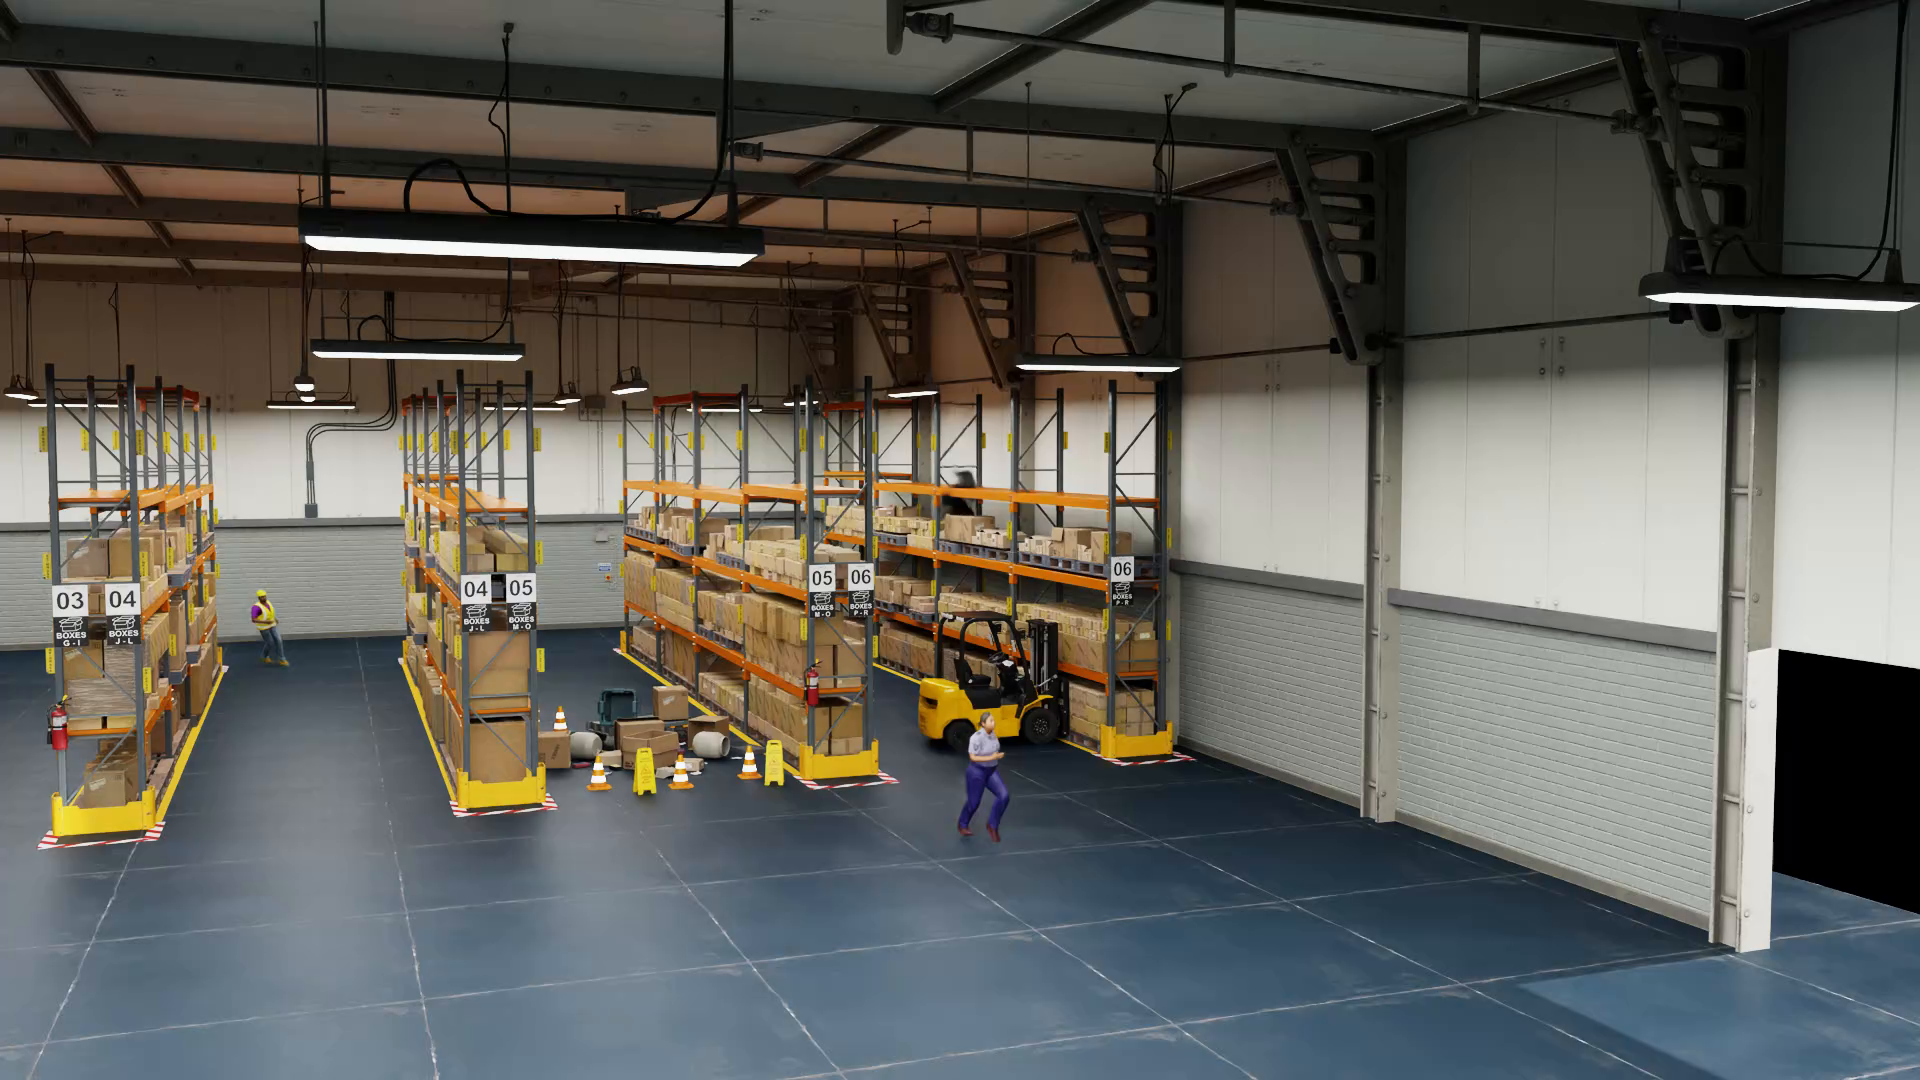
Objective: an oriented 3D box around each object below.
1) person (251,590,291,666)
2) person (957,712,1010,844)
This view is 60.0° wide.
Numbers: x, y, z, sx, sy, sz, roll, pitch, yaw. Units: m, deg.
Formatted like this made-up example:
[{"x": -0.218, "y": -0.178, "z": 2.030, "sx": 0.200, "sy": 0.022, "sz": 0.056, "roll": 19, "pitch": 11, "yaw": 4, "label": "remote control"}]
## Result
[{"x": -15.487, "y": 1.973, "z": 37.120, "sx": 0.767, "sy": 1.744, "sz": 0.735, "roll": 2, "pitch": 4, "yaw": 25, "label": "person"}, {"x": 0.276, "y": 2.983, "z": 20.867, "sx": 0.812, "sy": 1.642, "sz": 0.628, "roll": 3, "pitch": 4, "yaw": 42, "label": "person"}]
